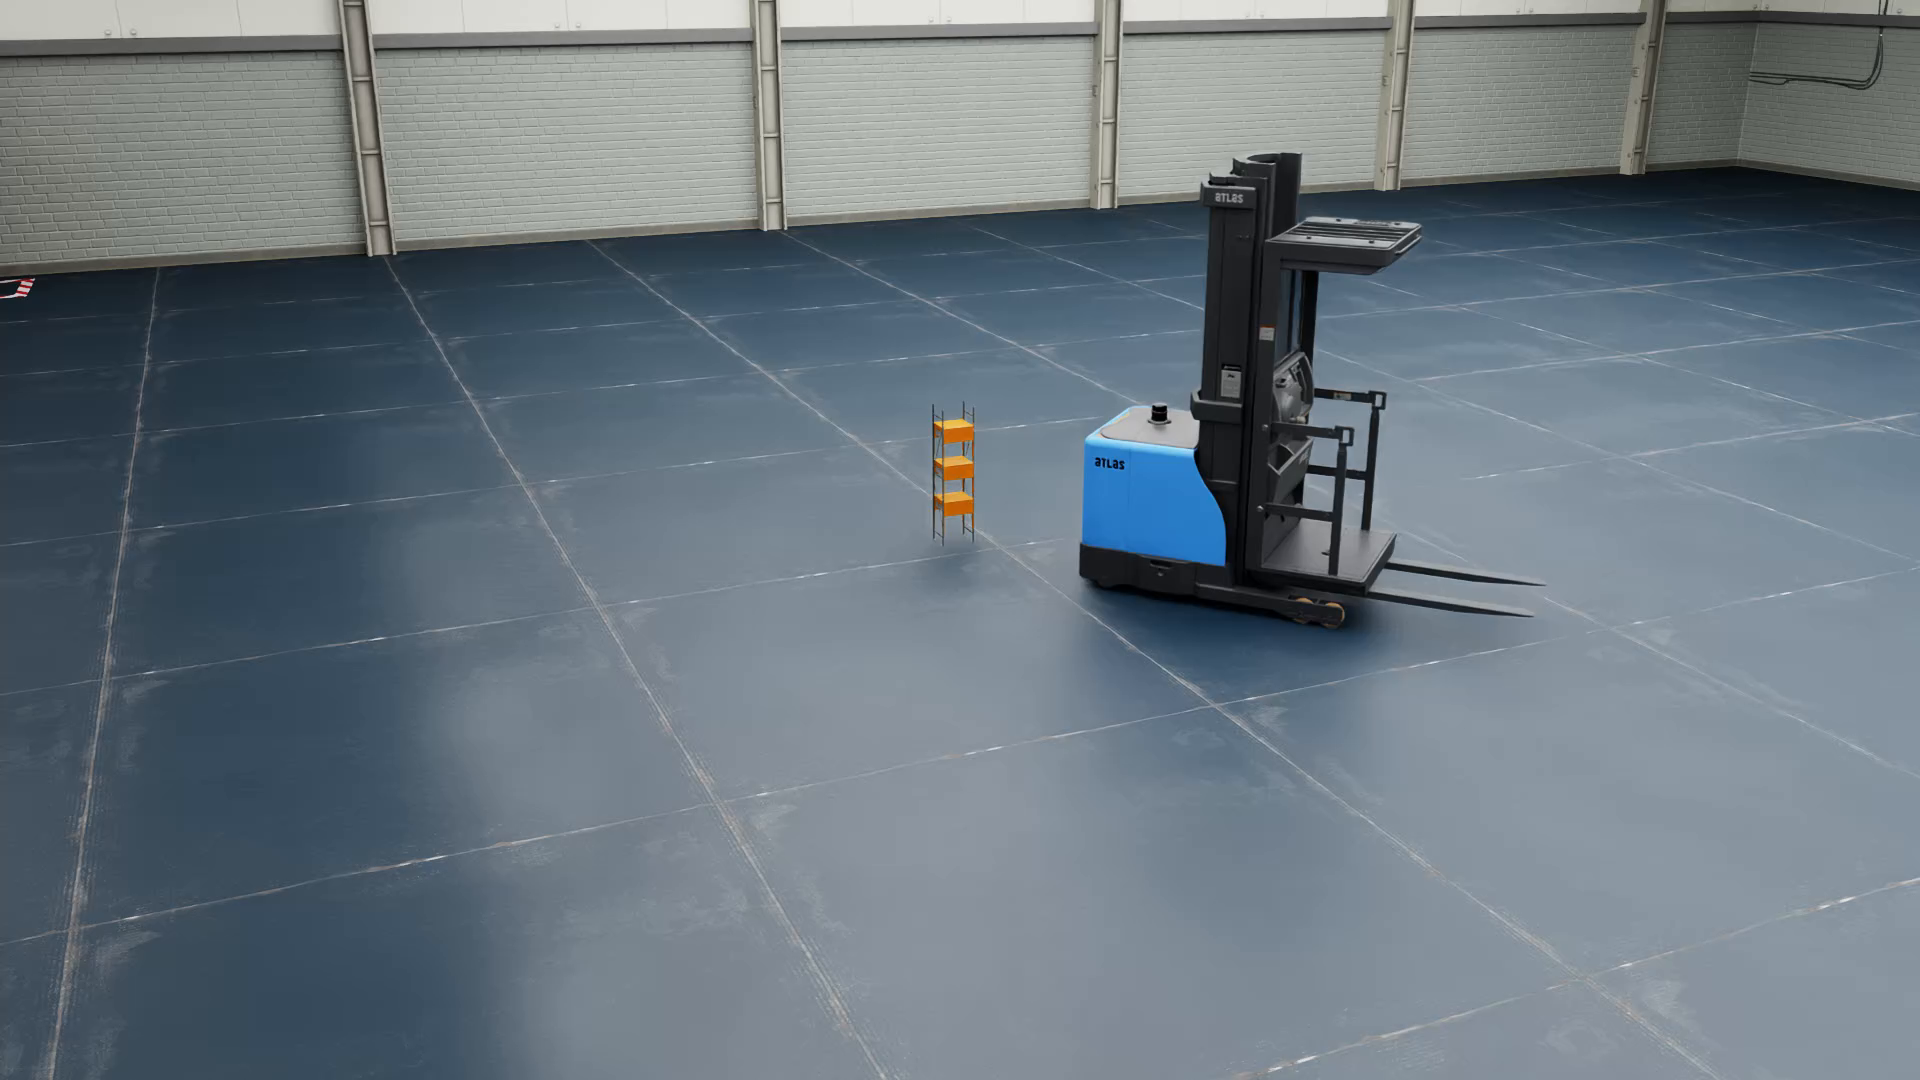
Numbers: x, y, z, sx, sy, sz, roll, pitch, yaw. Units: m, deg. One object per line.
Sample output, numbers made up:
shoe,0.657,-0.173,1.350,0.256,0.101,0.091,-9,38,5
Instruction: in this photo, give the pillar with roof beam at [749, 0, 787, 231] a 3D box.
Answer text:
pillar with roof beam,-1.306,-7.939,21.519,0.400,9.000,9.100,-8,21,-22

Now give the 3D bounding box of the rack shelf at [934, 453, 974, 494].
rack shelf,-0.049,-0.478,12.331,0.240,0.259,0.215,-8,21,-22

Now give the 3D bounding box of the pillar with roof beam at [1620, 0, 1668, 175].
pillar with roof beam,15.221,-10.307,28.244,0.400,9.000,9.100,-8,21,-22

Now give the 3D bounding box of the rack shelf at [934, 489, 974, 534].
rack shelf,-0.049,-0.216,12.424,0.240,0.259,0.215,-8,21,-22

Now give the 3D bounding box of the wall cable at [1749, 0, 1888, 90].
wall cable,16.745,-10.139,32.444,0.112,2.526,3.097,-8,21,-22

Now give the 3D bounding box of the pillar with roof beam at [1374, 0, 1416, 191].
pillar with roof beam,9.712,-9.517,26.002,0.400,9.000,9.100,-8,21,-22

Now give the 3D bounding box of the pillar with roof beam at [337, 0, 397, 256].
pillar with roof beam,-6.815,-7.149,19.277,0.400,9.000,9.100,-8,21,-22

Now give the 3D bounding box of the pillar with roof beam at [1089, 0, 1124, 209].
pillar with roof beam,4.203,-8.728,23.761,0.400,9.000,9.100,-8,21,-22

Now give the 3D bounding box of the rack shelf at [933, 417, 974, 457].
rack shelf,-0.049,-0.746,12.237,0.240,0.259,0.215,-8,21,-22

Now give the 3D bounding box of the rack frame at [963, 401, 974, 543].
rack frame,0.063,-0.504,12.373,0.008,1.050,0.200,-8,21,-22

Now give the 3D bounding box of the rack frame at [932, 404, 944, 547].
rack frame,-0.161,-0.472,12.282,0.008,1.050,0.200,-8,21,-22

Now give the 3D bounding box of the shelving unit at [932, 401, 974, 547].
shelving unit,-0.049,-0.488,12.328,0.252,1.050,0.215,-8,21,-22

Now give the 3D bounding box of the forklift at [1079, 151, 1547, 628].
forklift,2.391,-1.005,10.963,3.031,2.935,1.130,9,21,24
